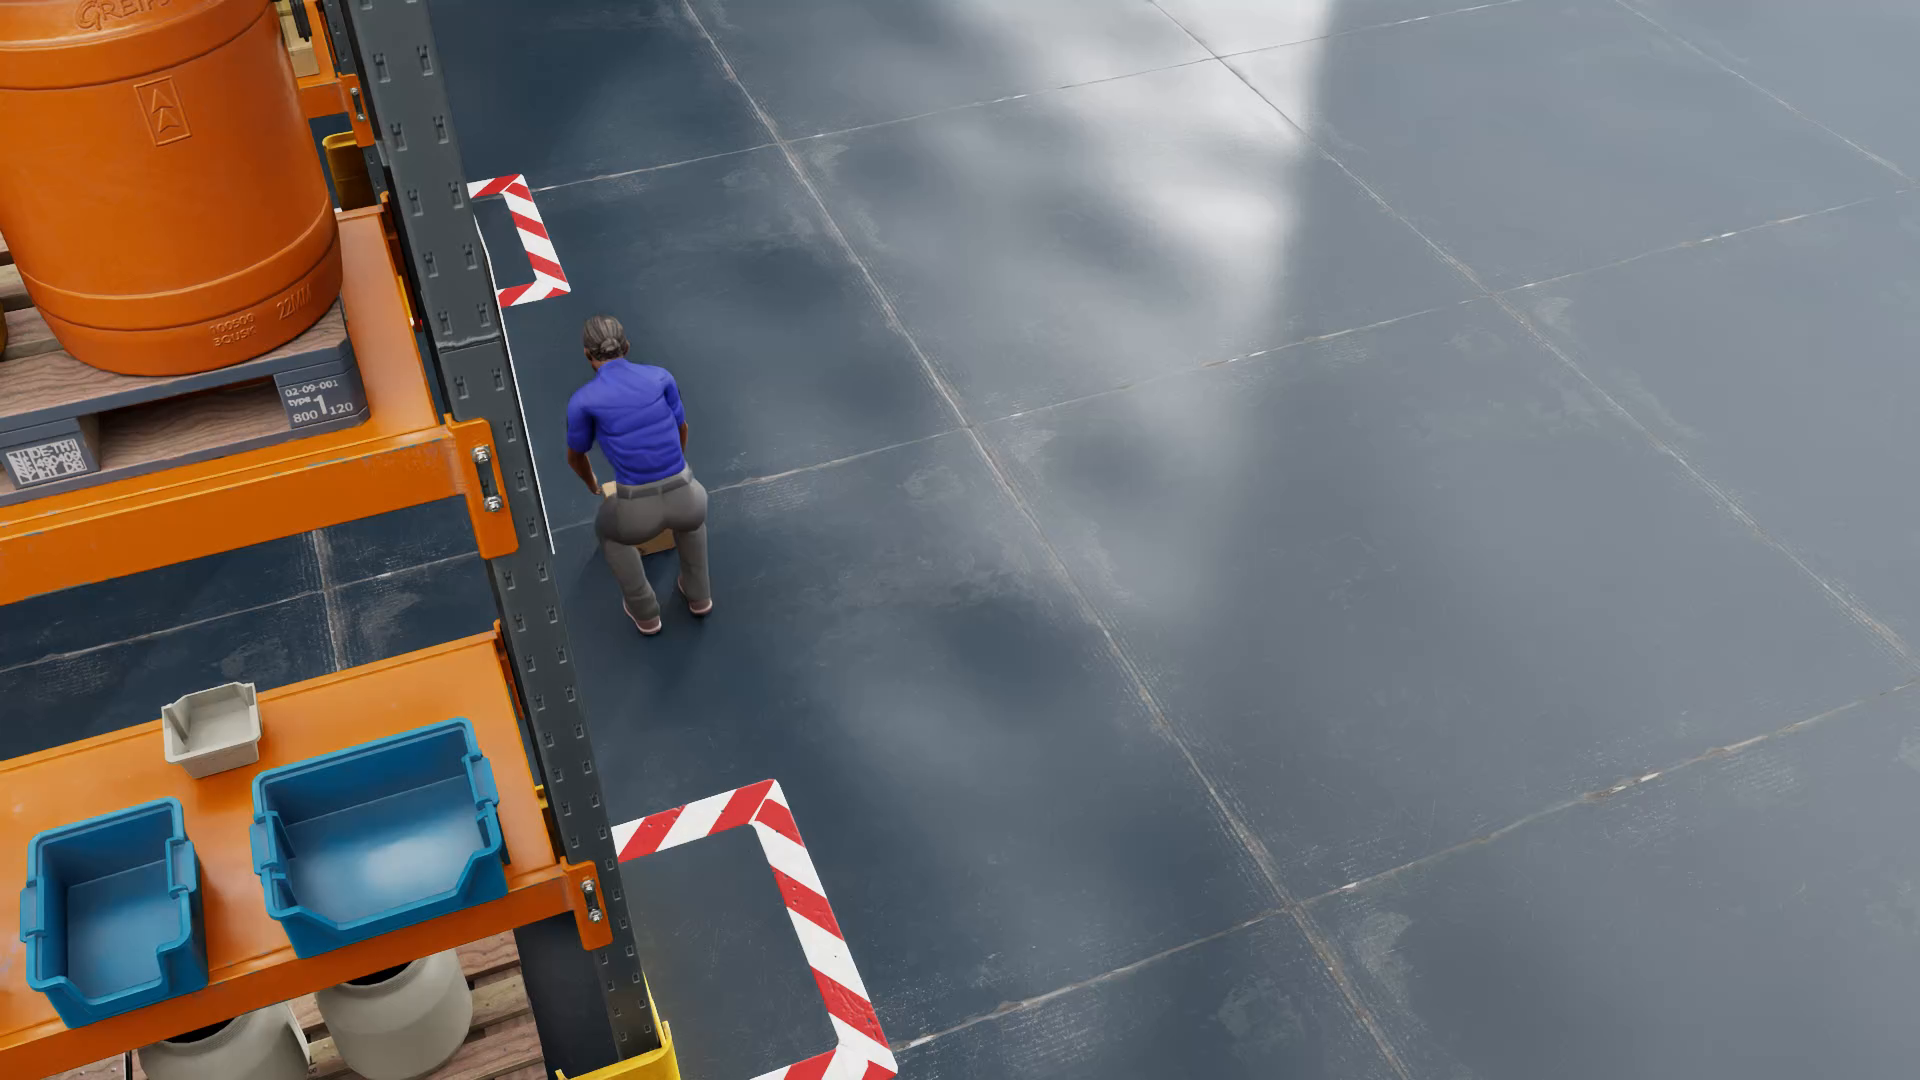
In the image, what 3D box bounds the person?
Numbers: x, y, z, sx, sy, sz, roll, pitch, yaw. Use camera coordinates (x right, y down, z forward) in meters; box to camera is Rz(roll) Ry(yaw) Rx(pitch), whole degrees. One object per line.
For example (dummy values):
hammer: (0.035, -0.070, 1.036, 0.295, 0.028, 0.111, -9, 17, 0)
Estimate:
person: (-1.316, -0.191, 6.892, 0.435, 0.971, 0.877, -17, 45, -18)
